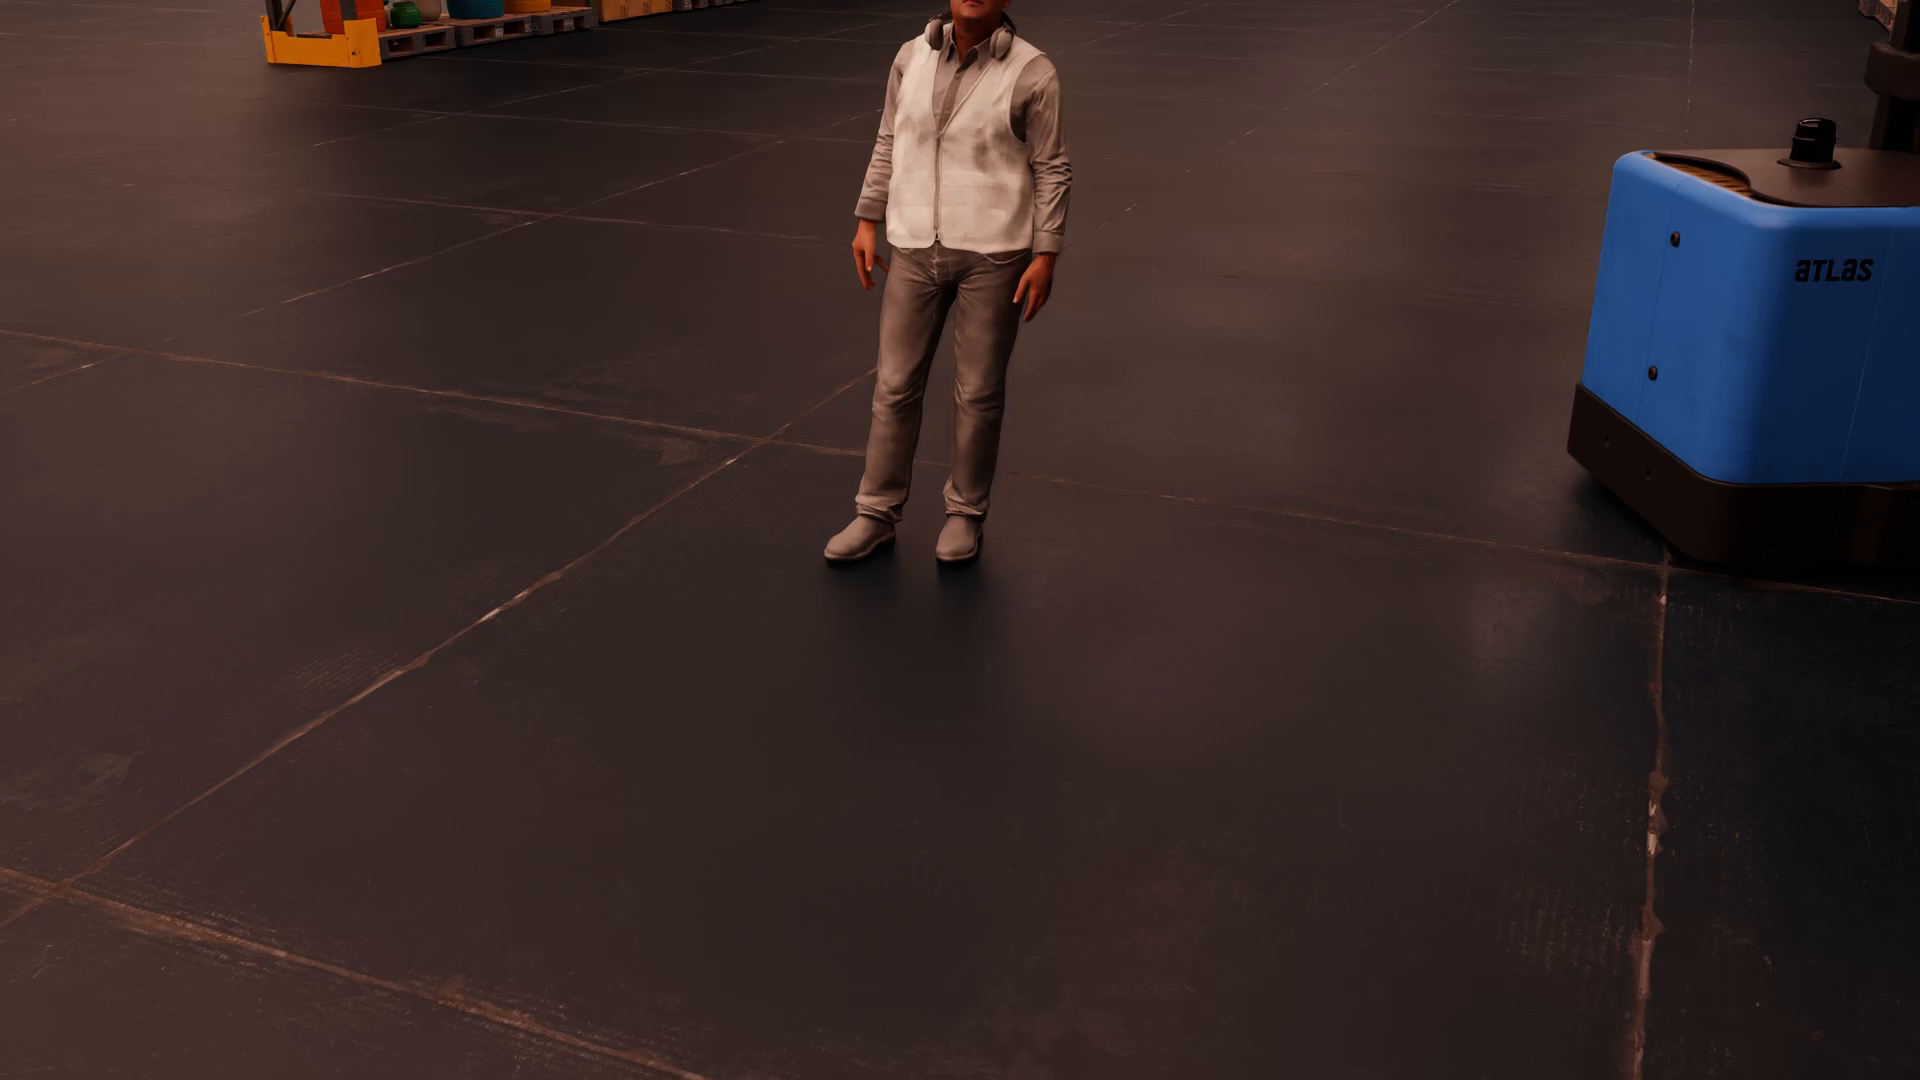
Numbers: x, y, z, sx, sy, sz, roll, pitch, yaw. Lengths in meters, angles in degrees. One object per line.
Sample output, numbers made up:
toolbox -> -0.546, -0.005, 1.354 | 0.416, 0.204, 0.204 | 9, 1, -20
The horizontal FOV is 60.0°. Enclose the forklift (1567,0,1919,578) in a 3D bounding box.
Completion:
forklift -> 3.584, -1.445, 4.749 | 3.031, 2.935, 1.130 | -1, 23, -3

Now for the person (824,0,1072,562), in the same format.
person -> -0.035, -0.805, 4.700 | 0.624, 1.773, 0.568 | 9, 24, 21
